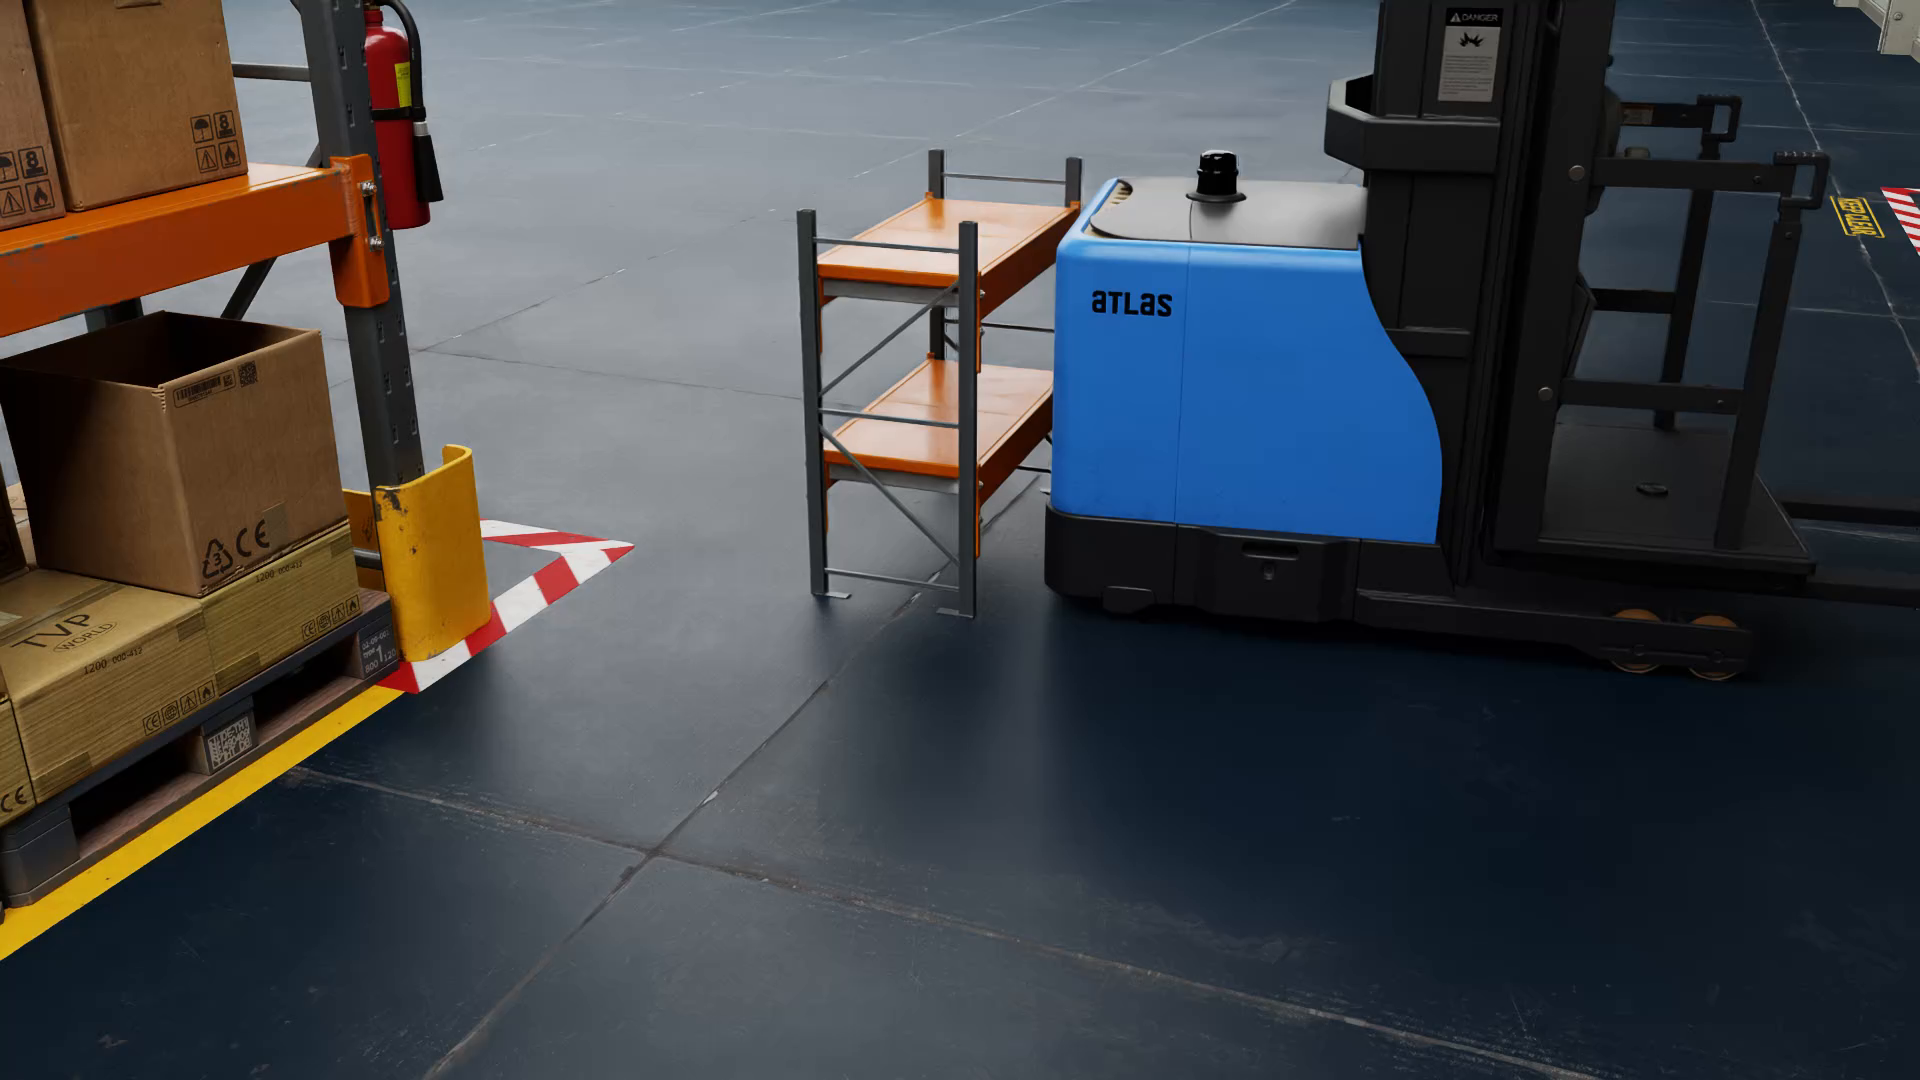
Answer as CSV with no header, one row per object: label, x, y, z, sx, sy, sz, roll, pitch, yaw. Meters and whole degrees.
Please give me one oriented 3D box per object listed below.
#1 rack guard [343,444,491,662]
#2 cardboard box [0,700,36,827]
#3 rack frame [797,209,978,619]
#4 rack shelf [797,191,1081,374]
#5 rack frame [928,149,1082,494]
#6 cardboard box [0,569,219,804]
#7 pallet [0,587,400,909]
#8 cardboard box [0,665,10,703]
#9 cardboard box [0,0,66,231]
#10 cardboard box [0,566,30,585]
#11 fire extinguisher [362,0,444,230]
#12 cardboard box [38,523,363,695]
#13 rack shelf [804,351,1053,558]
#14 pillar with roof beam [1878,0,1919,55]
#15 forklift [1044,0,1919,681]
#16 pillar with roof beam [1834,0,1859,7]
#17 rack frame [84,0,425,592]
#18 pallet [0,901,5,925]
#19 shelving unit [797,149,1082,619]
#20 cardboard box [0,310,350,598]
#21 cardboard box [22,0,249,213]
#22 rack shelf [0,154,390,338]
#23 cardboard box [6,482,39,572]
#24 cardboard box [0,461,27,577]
rack guard,-1.915,-0.040,4.698,1.175,0.500,0.348,9,24,20
cardboard box,-2.208,0.484,3.222,0.500,0.250,0.500,9,24,20
rack frame,-0.195,-0.332,4.585,0.500,1.125,0.032,8,24,18
rack shelf,-0.028,-0.787,4.916,0.538,0.278,1.000,8,24,18
rack frame,0.140,-0.702,5.471,0.500,1.125,0.032,8,24,18
cardboard box,-2.024,0.305,3.651,0.500,0.250,0.500,9,24,20
pallet,-2.170,0.381,4.063,1.003,0.211,1.213,9,24,20
cardboard box,-2.205,0.138,3.077,0.500,0.500,0.500,9,24,20
cardboard box,-2.300,-0.877,3.329,0.700,0.500,0.500,9,24,21
cardboard box,-2.512,0.229,3.832,0.500,0.250,0.500,9,24,20
fire extinguisher,-1.449,-1.125,4.152,0.296,0.674,0.183,9,24,20
cardboard box,-1.849,0.124,4.084,0.500,0.250,0.500,9,24,20
rack shelf,-0.028,-0.291,5.123,0.538,0.278,1.000,8,24,18
pillar with roof beam,5.909,-9.929,17.345,9.100,9.000,0.400,9,24,20
forklift,1.814,-1.208,4.340,3.031,2.935,1.130,5,23,11
pillar with roof beam,8.137,-12.076,22.485,9.100,9.000,0.400,9,24,20
rack frame,-1.924,-1.185,4.195,1.000,3.000,0.127,9,24,20
pallet,-2.624,0.816,3.022,1.003,0.211,1.213,9,24,20
shelving unit,-0.028,-0.517,5.028,0.538,1.125,1.048,8,24,18
cardboard box,-1.847,-0.222,3.938,0.500,0.500,0.500,9,24,20
cardboard box,-2.110,-1.066,3.780,0.700,0.500,0.500,9,24,20
rack shelf,-2.667,-0.137,2.621,1.077,0.370,4.000,9,24,20
cardboard box,-2.330,0.050,4.261,0.500,0.250,0.500,9,24,20
cardboard box,-2.514,-0.117,3.688,0.500,0.500,0.500,9,24,20
